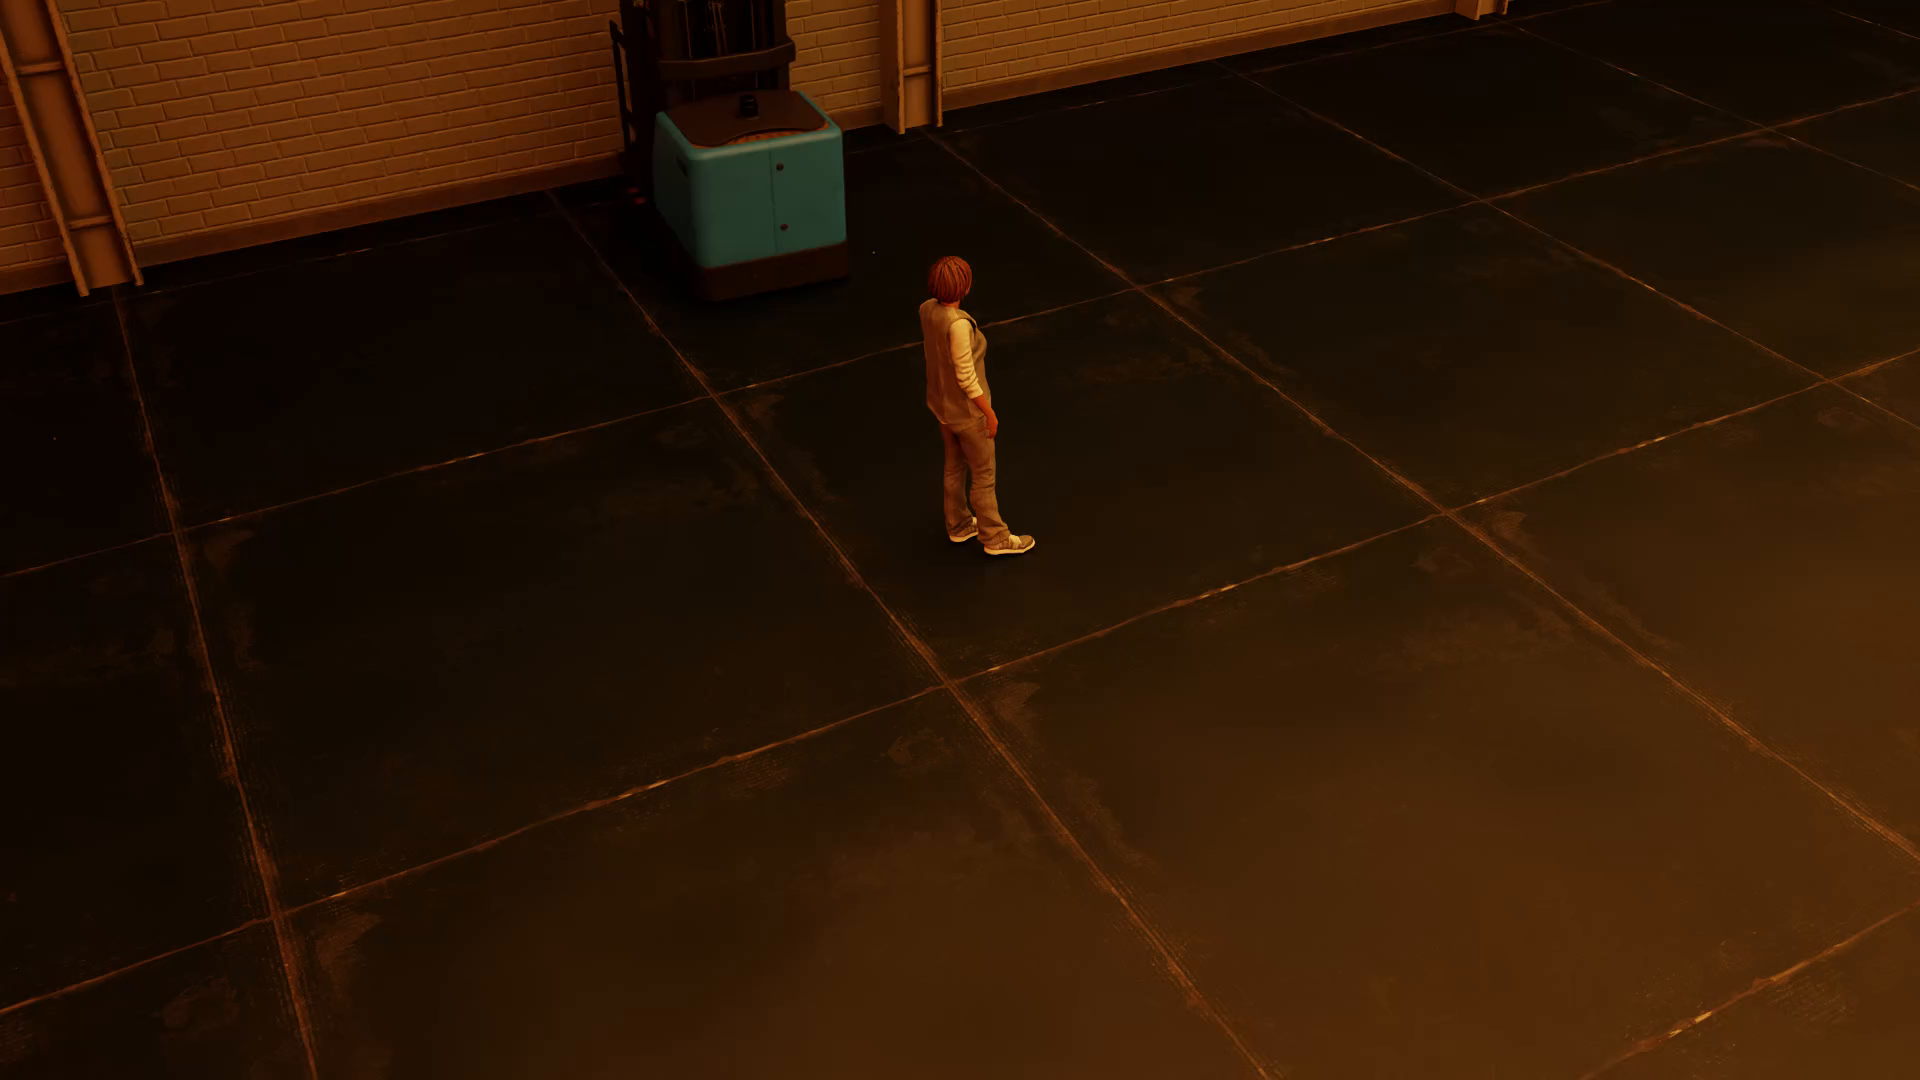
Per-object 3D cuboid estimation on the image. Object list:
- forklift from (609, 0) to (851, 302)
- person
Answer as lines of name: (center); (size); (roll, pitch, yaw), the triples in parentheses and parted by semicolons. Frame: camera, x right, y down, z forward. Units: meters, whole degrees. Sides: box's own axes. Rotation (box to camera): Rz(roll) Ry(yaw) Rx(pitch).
forklift: (-1.791, -3.571, 11.175); (1.130, 2.935, 3.031); (-14, 38, -19)
person: (0.073, -0.665, 8.220); (0.473, 1.585, 0.520); (-17, 39, -23)
